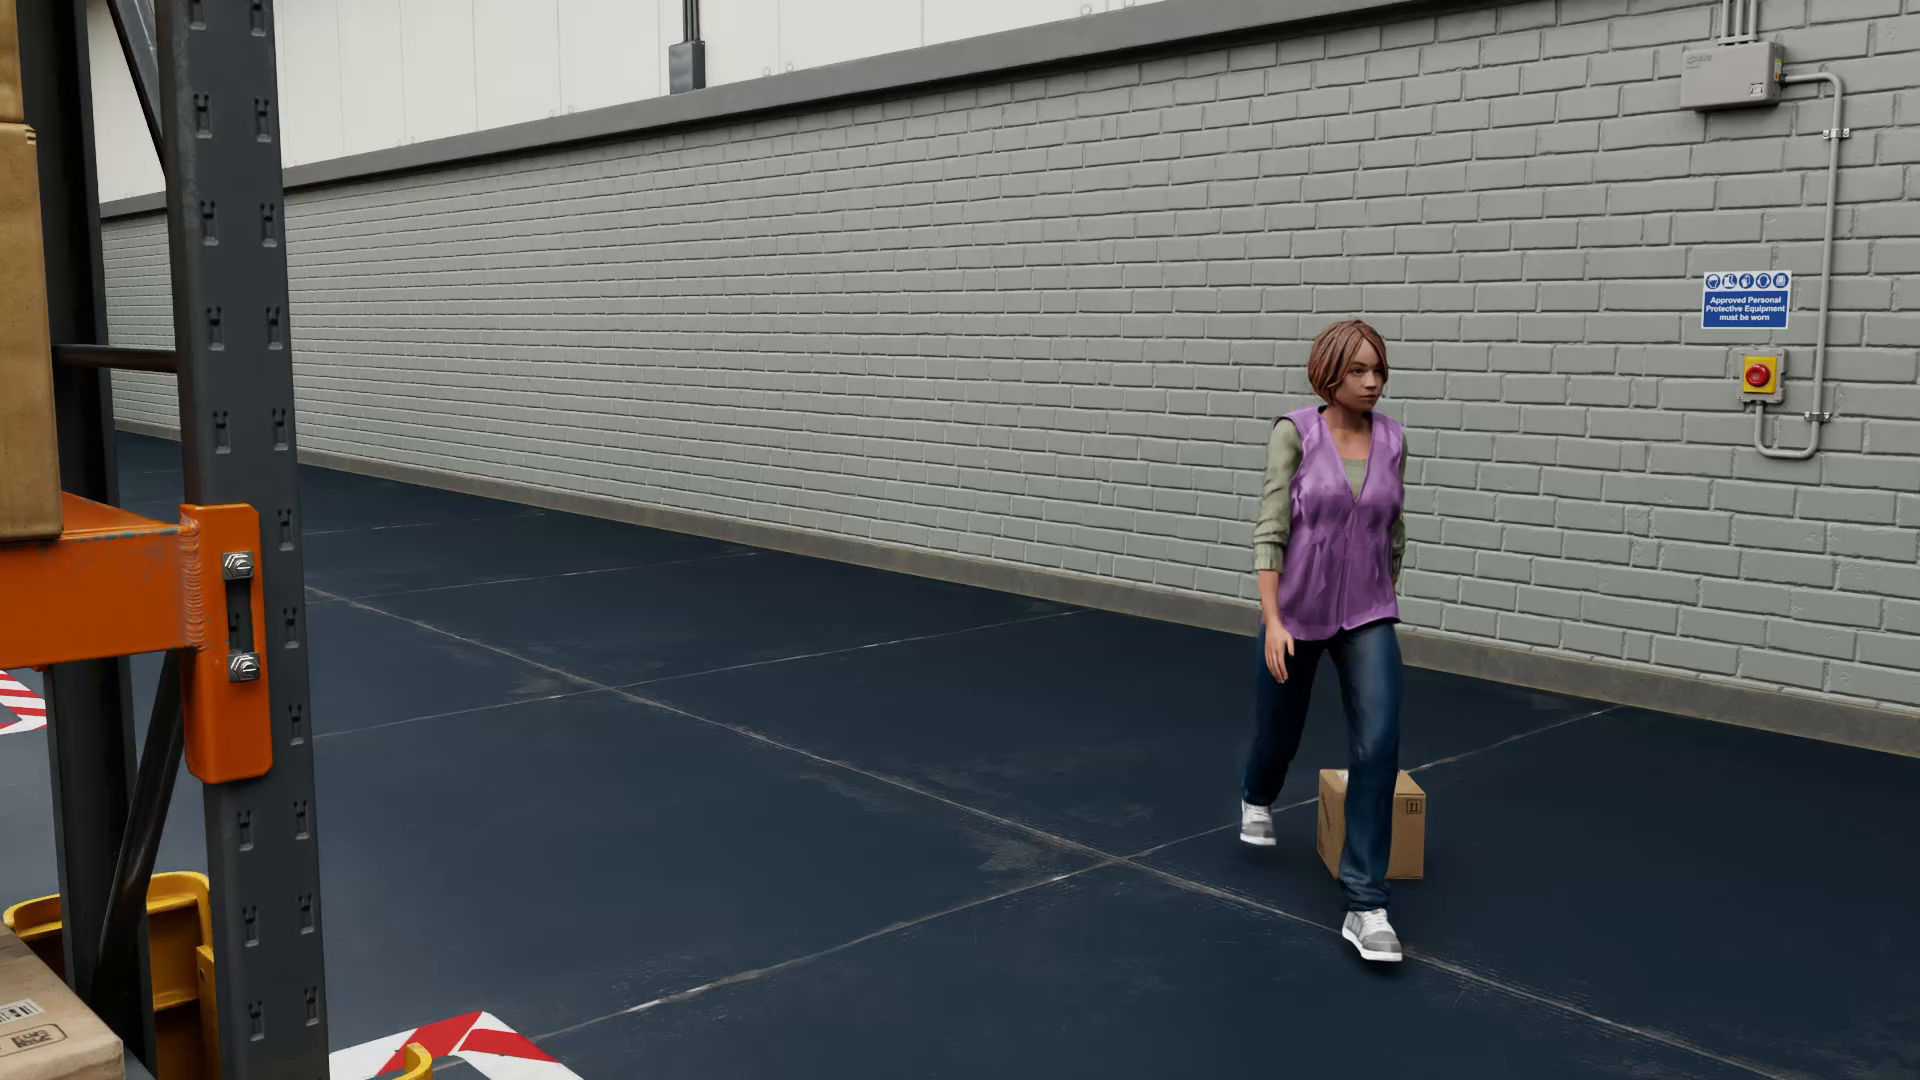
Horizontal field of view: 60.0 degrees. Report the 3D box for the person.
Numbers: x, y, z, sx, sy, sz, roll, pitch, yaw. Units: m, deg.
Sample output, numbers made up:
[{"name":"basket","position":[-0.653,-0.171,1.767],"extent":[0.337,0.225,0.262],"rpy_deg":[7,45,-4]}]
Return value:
[{"name":"person","position":[0.950,0.202,4.327],"extent":[0.426,1.540,0.968],"rpy_deg":[0,8,-1]}]
